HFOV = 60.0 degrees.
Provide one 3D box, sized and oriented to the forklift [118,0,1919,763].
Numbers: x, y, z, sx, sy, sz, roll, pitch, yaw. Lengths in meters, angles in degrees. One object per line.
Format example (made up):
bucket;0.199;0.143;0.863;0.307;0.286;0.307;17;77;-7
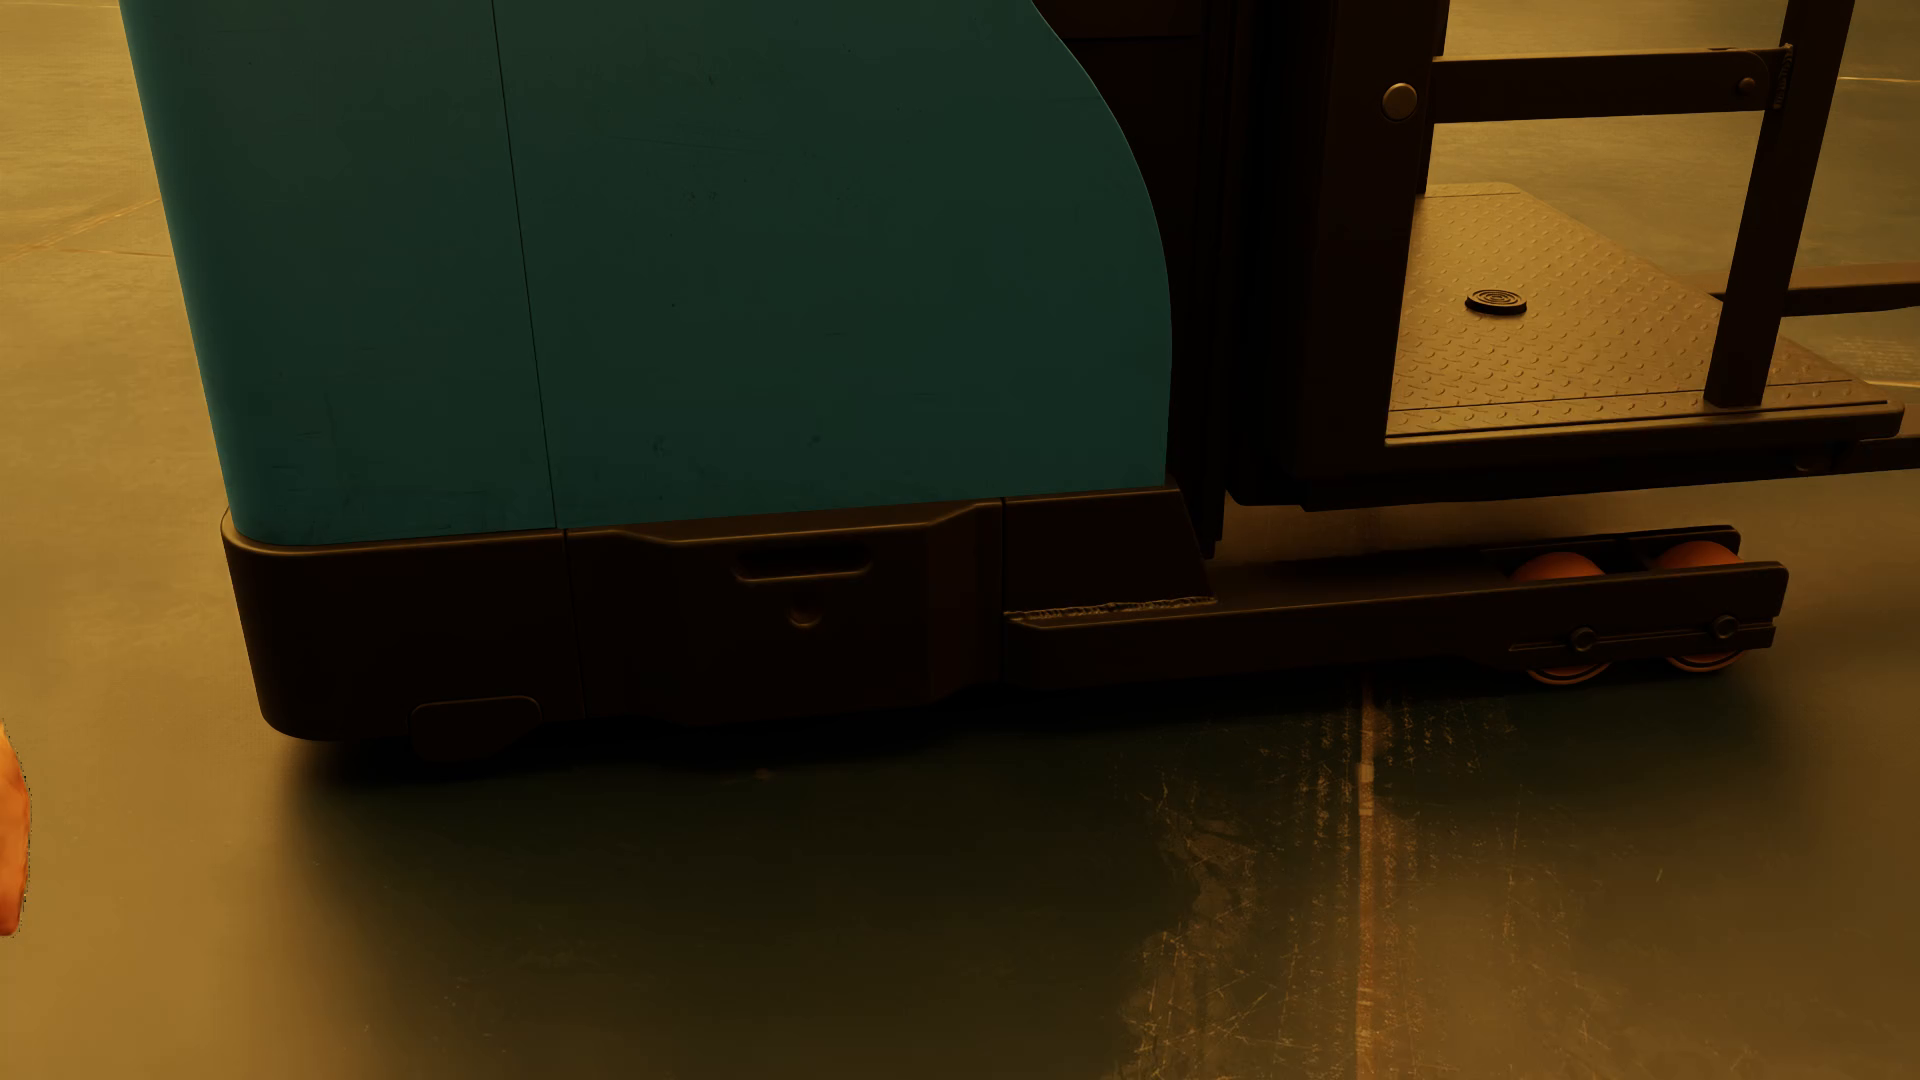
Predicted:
forklift;0.600;-1.354;1.930;3.031;2.935;1.130;-4;27;-9
